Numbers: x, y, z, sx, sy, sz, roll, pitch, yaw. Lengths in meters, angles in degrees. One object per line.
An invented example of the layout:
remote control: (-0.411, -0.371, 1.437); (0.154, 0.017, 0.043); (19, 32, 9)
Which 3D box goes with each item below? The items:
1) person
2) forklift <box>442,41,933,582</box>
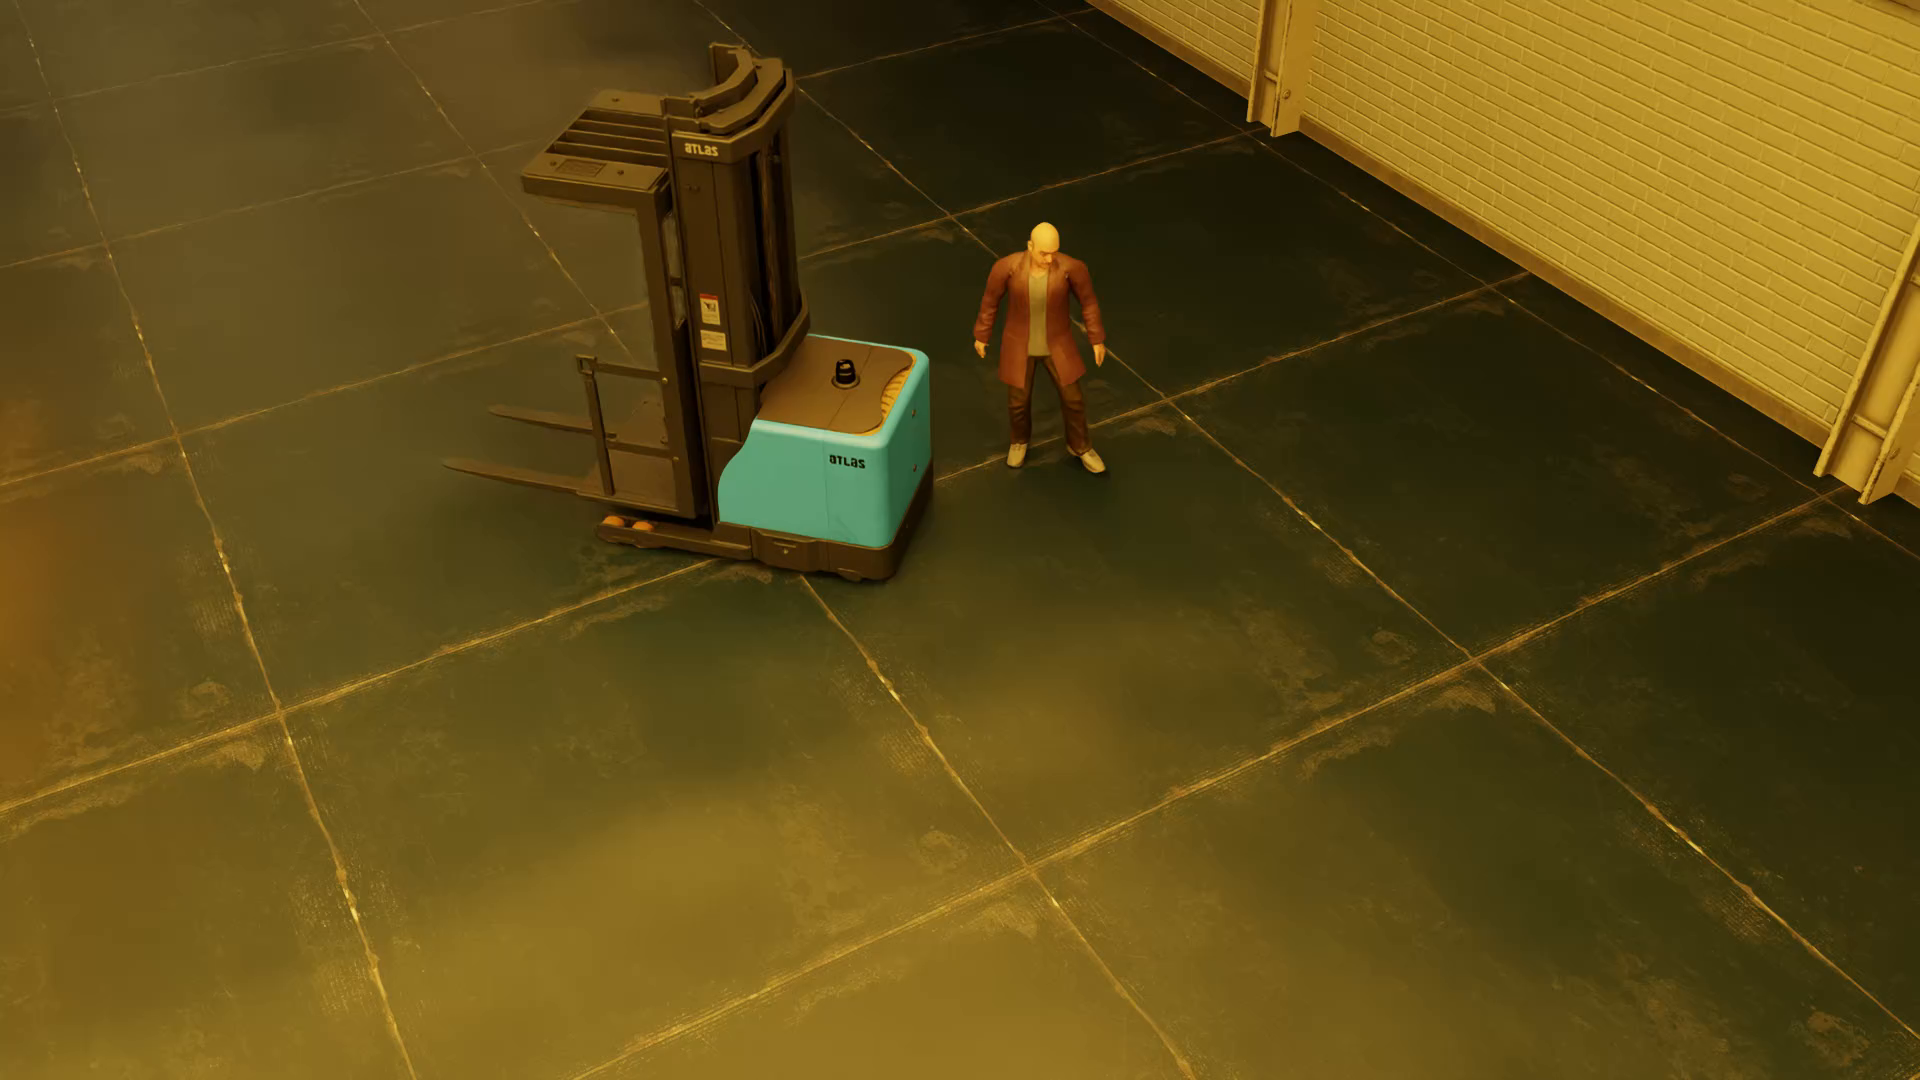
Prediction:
person: (0.517, -1.229, 10.447); (0.878, 1.751, 0.422); (1, 40, 1)
forklift: (-1.745, -1.393, 9.716); (3.031, 2.935, 1.130); (10, 41, 11)
